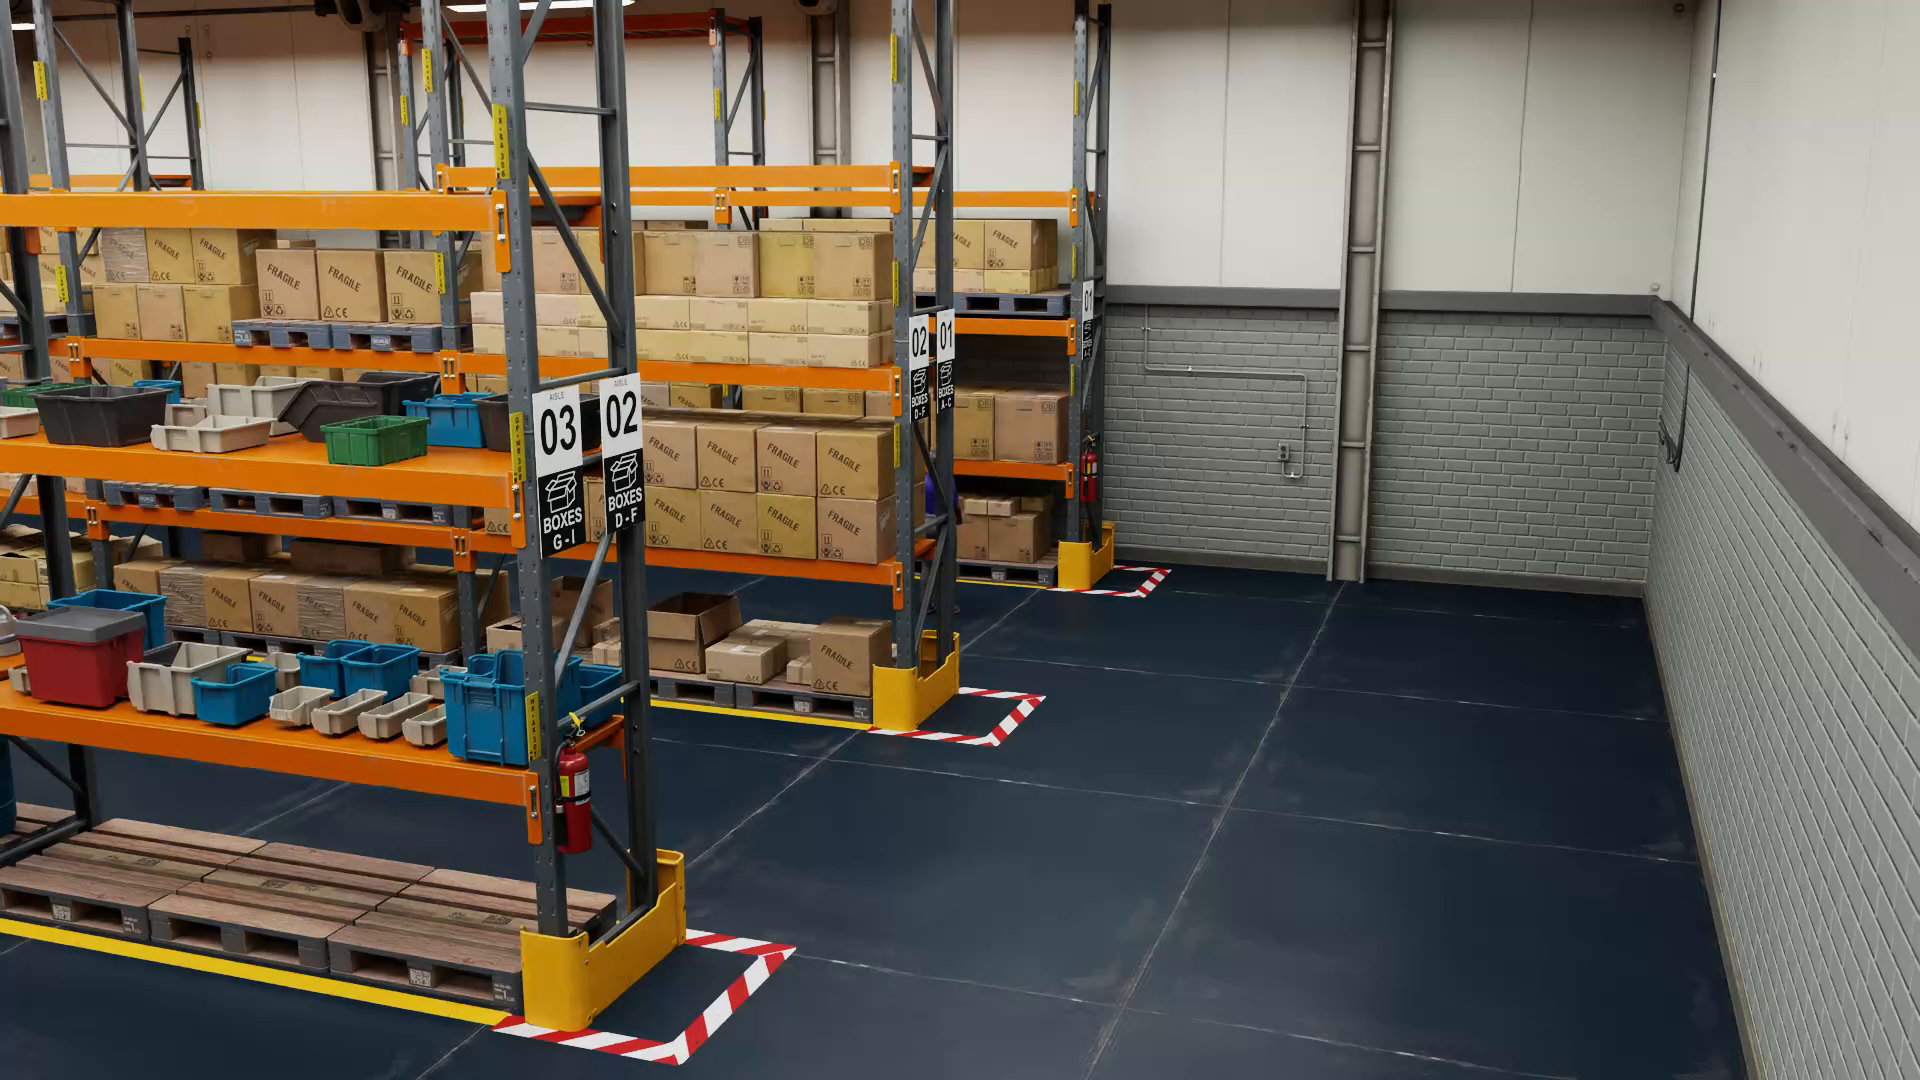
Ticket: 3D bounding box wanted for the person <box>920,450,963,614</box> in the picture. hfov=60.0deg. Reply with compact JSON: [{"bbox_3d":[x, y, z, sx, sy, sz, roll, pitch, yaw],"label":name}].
[{"bbox_3d":[-0.194,-0.093,16.435,0.450,1.646,0.517,4,13,19],"label":"person"}]
